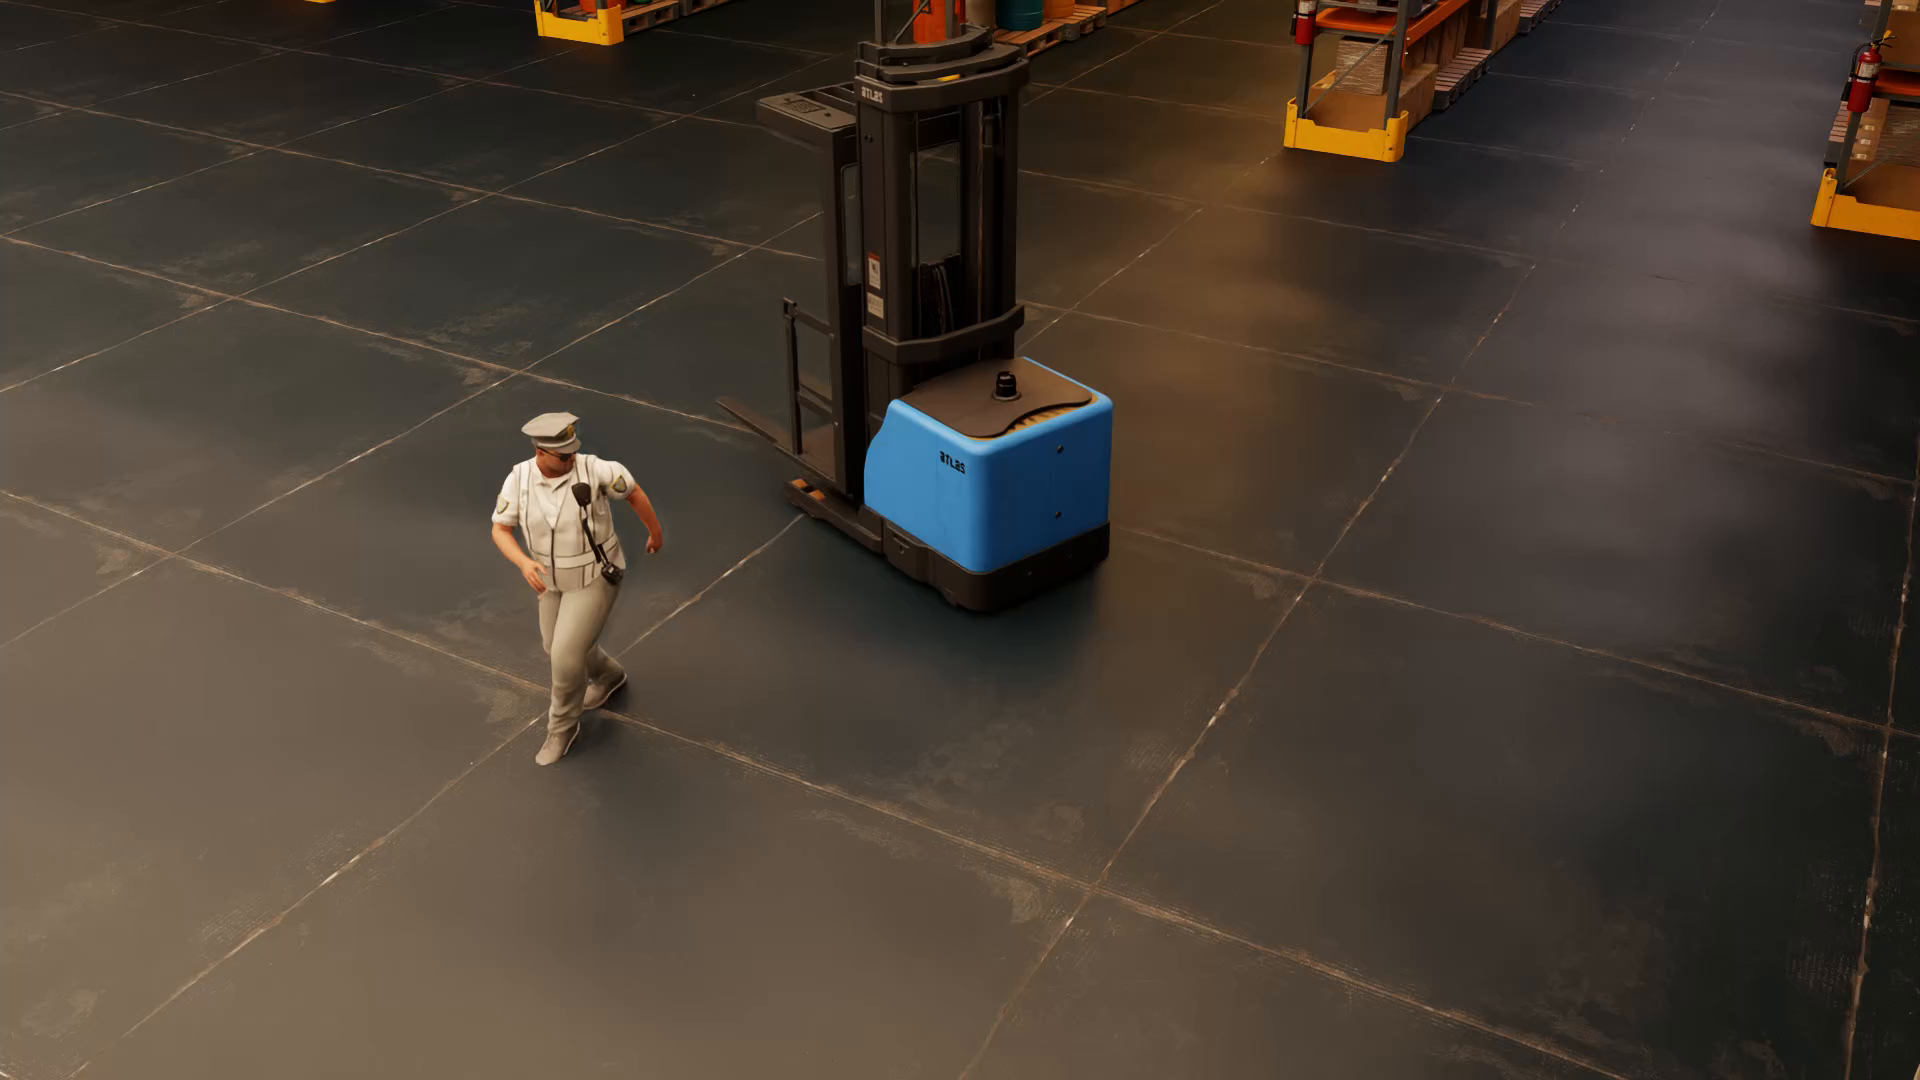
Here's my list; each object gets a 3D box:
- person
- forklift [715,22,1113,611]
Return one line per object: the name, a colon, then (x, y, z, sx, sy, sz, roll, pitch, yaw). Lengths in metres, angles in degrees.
person: (-1.893, 0.187, 8.056, 0.579, 1.735, 0.915, 13, 33, 22)
forklift: (-0.445, -1.546, 9.750, 1.130, 2.935, 3.031, -22, 37, -33)
